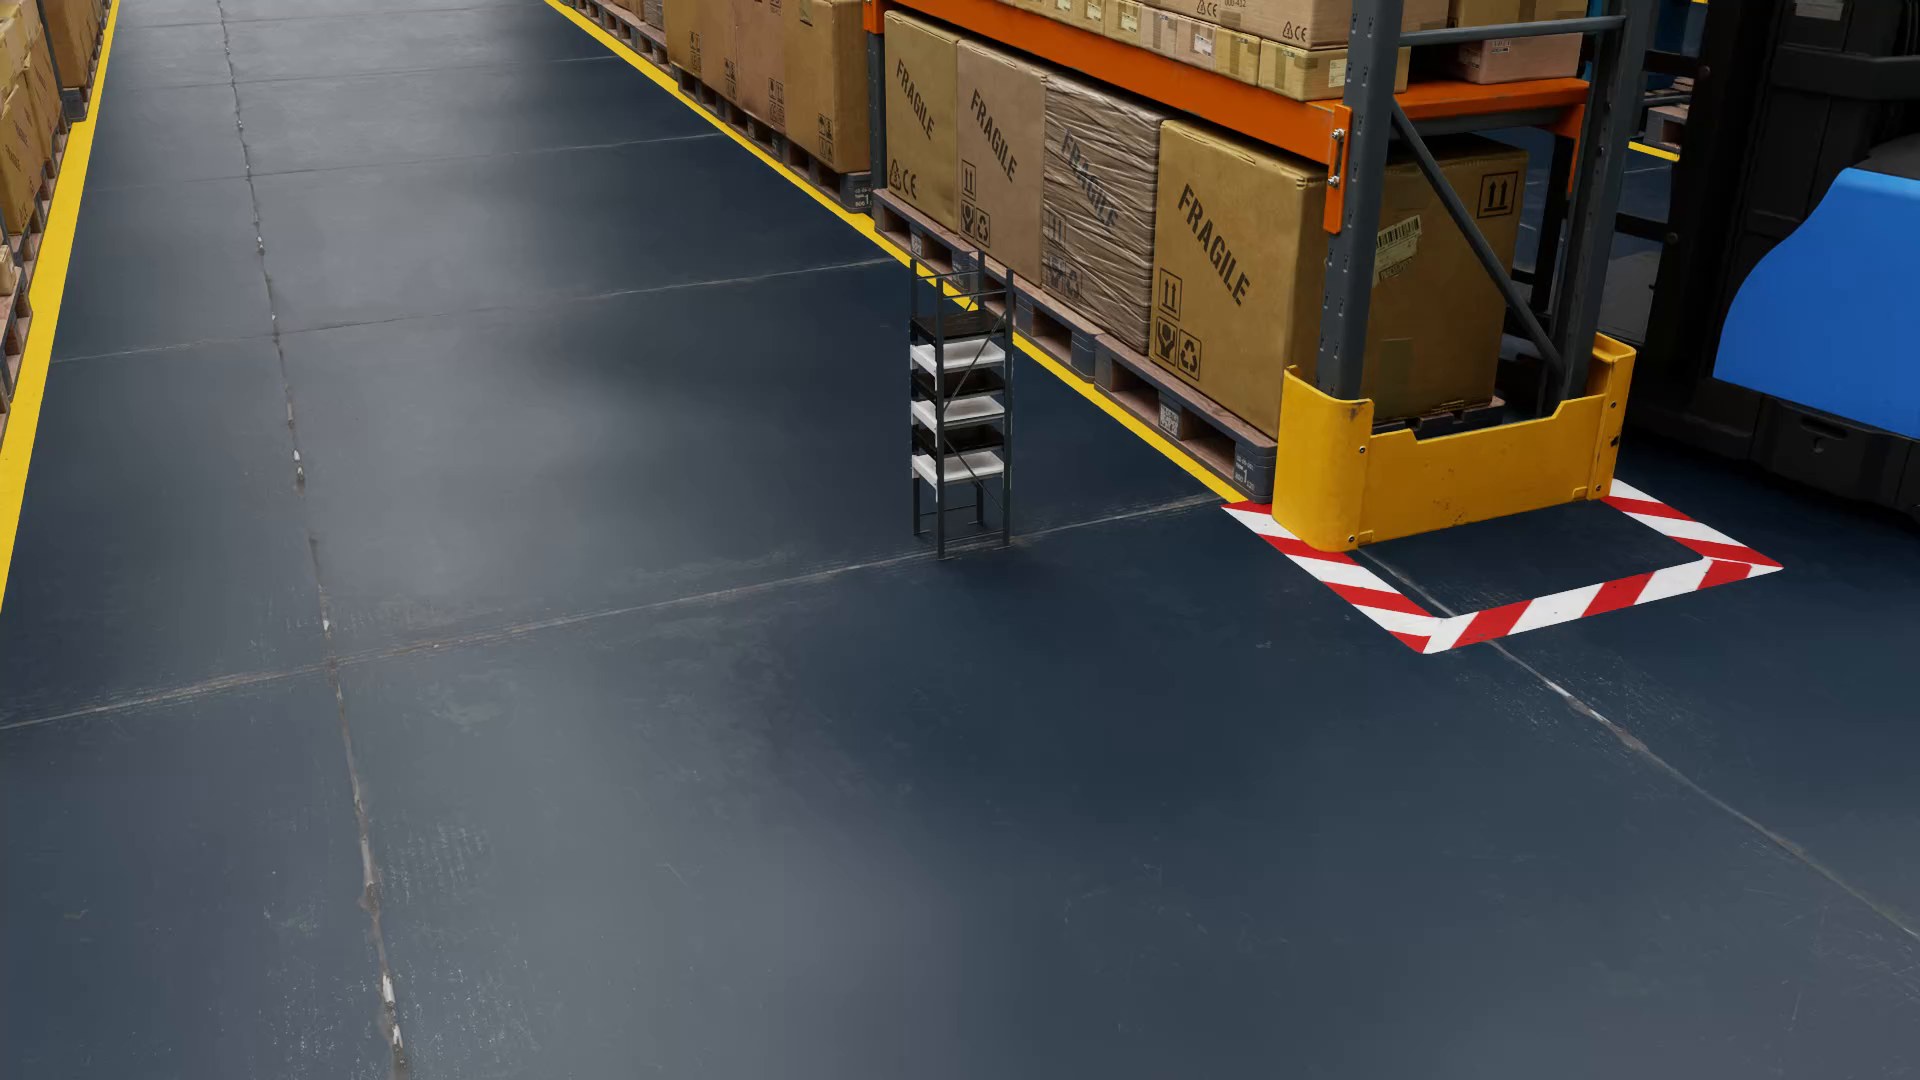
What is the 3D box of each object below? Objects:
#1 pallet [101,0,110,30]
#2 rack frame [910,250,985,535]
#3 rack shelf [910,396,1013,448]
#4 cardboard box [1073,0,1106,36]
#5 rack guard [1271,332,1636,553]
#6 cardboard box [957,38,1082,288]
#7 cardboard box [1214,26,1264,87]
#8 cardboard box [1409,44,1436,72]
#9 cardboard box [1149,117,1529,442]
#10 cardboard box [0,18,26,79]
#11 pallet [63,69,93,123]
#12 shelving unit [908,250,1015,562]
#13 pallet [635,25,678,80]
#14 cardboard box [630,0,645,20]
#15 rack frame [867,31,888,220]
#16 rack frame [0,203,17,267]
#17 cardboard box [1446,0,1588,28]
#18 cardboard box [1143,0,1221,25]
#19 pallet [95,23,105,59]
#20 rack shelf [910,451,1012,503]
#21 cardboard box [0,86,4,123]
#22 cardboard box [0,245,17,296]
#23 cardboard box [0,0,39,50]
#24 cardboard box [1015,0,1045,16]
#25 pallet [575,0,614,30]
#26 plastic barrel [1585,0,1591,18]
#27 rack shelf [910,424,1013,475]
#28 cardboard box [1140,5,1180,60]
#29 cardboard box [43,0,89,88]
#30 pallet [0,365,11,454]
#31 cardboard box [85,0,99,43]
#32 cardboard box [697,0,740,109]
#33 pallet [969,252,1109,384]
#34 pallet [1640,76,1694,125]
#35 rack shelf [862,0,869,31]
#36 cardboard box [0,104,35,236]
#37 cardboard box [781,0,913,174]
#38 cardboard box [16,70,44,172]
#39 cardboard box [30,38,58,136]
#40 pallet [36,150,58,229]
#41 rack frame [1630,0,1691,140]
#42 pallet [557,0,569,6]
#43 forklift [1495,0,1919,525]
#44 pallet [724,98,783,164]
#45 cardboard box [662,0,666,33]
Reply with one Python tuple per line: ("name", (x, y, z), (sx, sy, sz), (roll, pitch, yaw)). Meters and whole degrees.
("pallet", (-7.941, -4.579, 14.387), (1.003, 0.211, 1.213), (-11, 28, -21))
("rack frame", (-0.037, -0.442, 5.130), (0.240, 0.900, 0.006), (-11, 28, -21))
("rack shelf", (0.003, -0.371, 5.060), (0.258, 0.077, 0.200), (-11, 28, -21))
("cardboard box", (0.641, -1.969, 6.151), (0.380, 0.149, 0.250), (-10, 28, -20))
("rack guard", (1.597, -0.345, 5.387), (1.175, 0.500, 0.348), (-11, 28, -21))
("cardboard box", (0.558, -1.683, 7.222), (0.875, 0.875, 0.875), (-11, 28, -21))
("cardboard box", (1.041, -1.557, 5.307), (0.380, 0.149, 0.250), (-10, 28, -20))
("cardboard box", (1.650, -1.669, 5.535), (0.380, 0.149, 0.250), (-11, 28, -21))
("cardboard box", (1.263, -0.957, 5.734), (0.875, 0.875, 0.875), (-11, 28, -21))
("cardboard box", (-5.035, -2.449, 8.363), (0.500, 0.250, 0.500), (-9, 28, -19))
("pallet", (-6.388, -2.975, 11.102), (1.003, 0.211, 1.213), (-11, 28, -21))
("shelving unit", (0.003, -0.401, 5.046), (0.258, 0.900, 0.210), (-11, 28, -21))
("pallet", (-1.850, -3.771, 12.732), (1.003, 0.211, 1.213), (-11, 28, -21))
("cardboard box", (-2.284, -4.499, 13.393), (0.700, 0.500, 0.500), (-8, 27, -16))
("rack frame", (0.021, -3.093, 8.166), (1.000, 3.000, 0.127), (-11, 28, -21))
("rack frame", (-4.583, -2.282, 6.504), (1.000, 3.000, 0.127), (-11, 28, -21))
("cardboard box", (1.648, -1.785, 5.318), (0.500, 0.250, 0.500), (-11, 28, -22))
("cardboard box", (0.955, -1.899, 5.553), (0.500, 0.250, 0.500), (-11, 28, -21))
("pallet", (-7.344, -3.960, 13.119), (1.003, 0.211, 1.213), (-11, 28, -21))
("rack shelf", (0.003, -0.209, 5.139), (0.258, 0.077, 0.200), (-11, 28, -21))
("cardboard box", (-4.629, -2.028, 7.500), (0.500, 0.250, 0.500), (-12, 28, -23))
("cardboard box", (-4.116, -1.089, 6.833), (0.380, 0.149, 0.250), (-10, 28, -20))
("cardboard box", (-5.432, -2.866, 9.216), (0.500, 0.250, 0.500), (-10, 28, -20))
("cardboard box", (0.442, -2.175, 6.571), (0.380, 0.149, 0.250), (-11, 28, -22))
("pallet", (-2.806, -4.756, 14.749), (1.003, 0.211, 1.213), (-11, 28, -21))
("plastic barrel", (4.103, -3.698, 11.319), (0.600, 0.901, 0.708), (-11, 28, -21))
("rack shelf", (0.003, -0.290, 5.100), (0.258, 0.077, 0.200), (-11, 28, -21))
("cardboard box", (0.847, -1.760, 5.723), (0.380, 0.149, 0.250), (-10, 28, -20))
("cardboard box", (-6.305, -3.336, 10.748), (1.050, 0.750, 0.750), (-11, 28, -21))
("pallet", (-3.805, -0.270, 5.563), (1.003, 0.211, 1.213), (-11, 28, -21))
("cardboard box", (-7.015, -4.064, 12.240), (1.050, 0.750, 0.750), (-11, 28, -21))
("cardboard box", (-0.953, -3.298, 10.530), (1.225, 0.875, 0.875), (-10, 28, -20))
("pallet", (0.728, -1.026, 7.111), (1.003, 0.211, 1.213), (-11, 28, -21))
("pallet", (4.314, -3.010, 11.174), (1.003, 0.211, 1.213), (-11, 28, -21))
("rack shelf", (-0.762, -3.577, 9.978), (1.077, 0.370, 4.000), (-11, 28, -21))
("cardboard box", (-4.628, -1.691, 7.665), (0.500, 0.500, 0.500), (-9, 28, -19))
("cardboard box", (-0.248, -2.582, 9.062), (1.225, 0.875, 0.875), (-10, 28, -20))
("cardboard box", (-5.054, -2.113, 8.530), (0.500, 0.500, 0.500), (-10, 28, -20))
("cardboard box", (-5.451, -2.531, 9.385), (0.500, 0.500, 0.500), (-9, 28, -19))
("pallet", (-5.370, -1.836, 8.770), (1.003, 0.211, 1.213), (-11, 28, -21))
("rack frame", (4.578, -3.944, 9.909), (1.000, 3.000, 0.127), (-11, 28, -21))
("pallet", (-3.408, -5.335, 15.936), (1.003, 0.211, 1.213), (-11, 28, -21))
("forklift", (2.704, -1.887, 5.773), (1.130, 2.935, 3.031), (-18, 31, -33))
("pallet", (-0.832, -2.632, 10.400), (1.003, 0.211, 1.213), (-11, 28, -21))
("cardboard box", (-1.826, -4.049, 12.472), (0.700, 0.500, 0.500), (-12, 29, -23))
